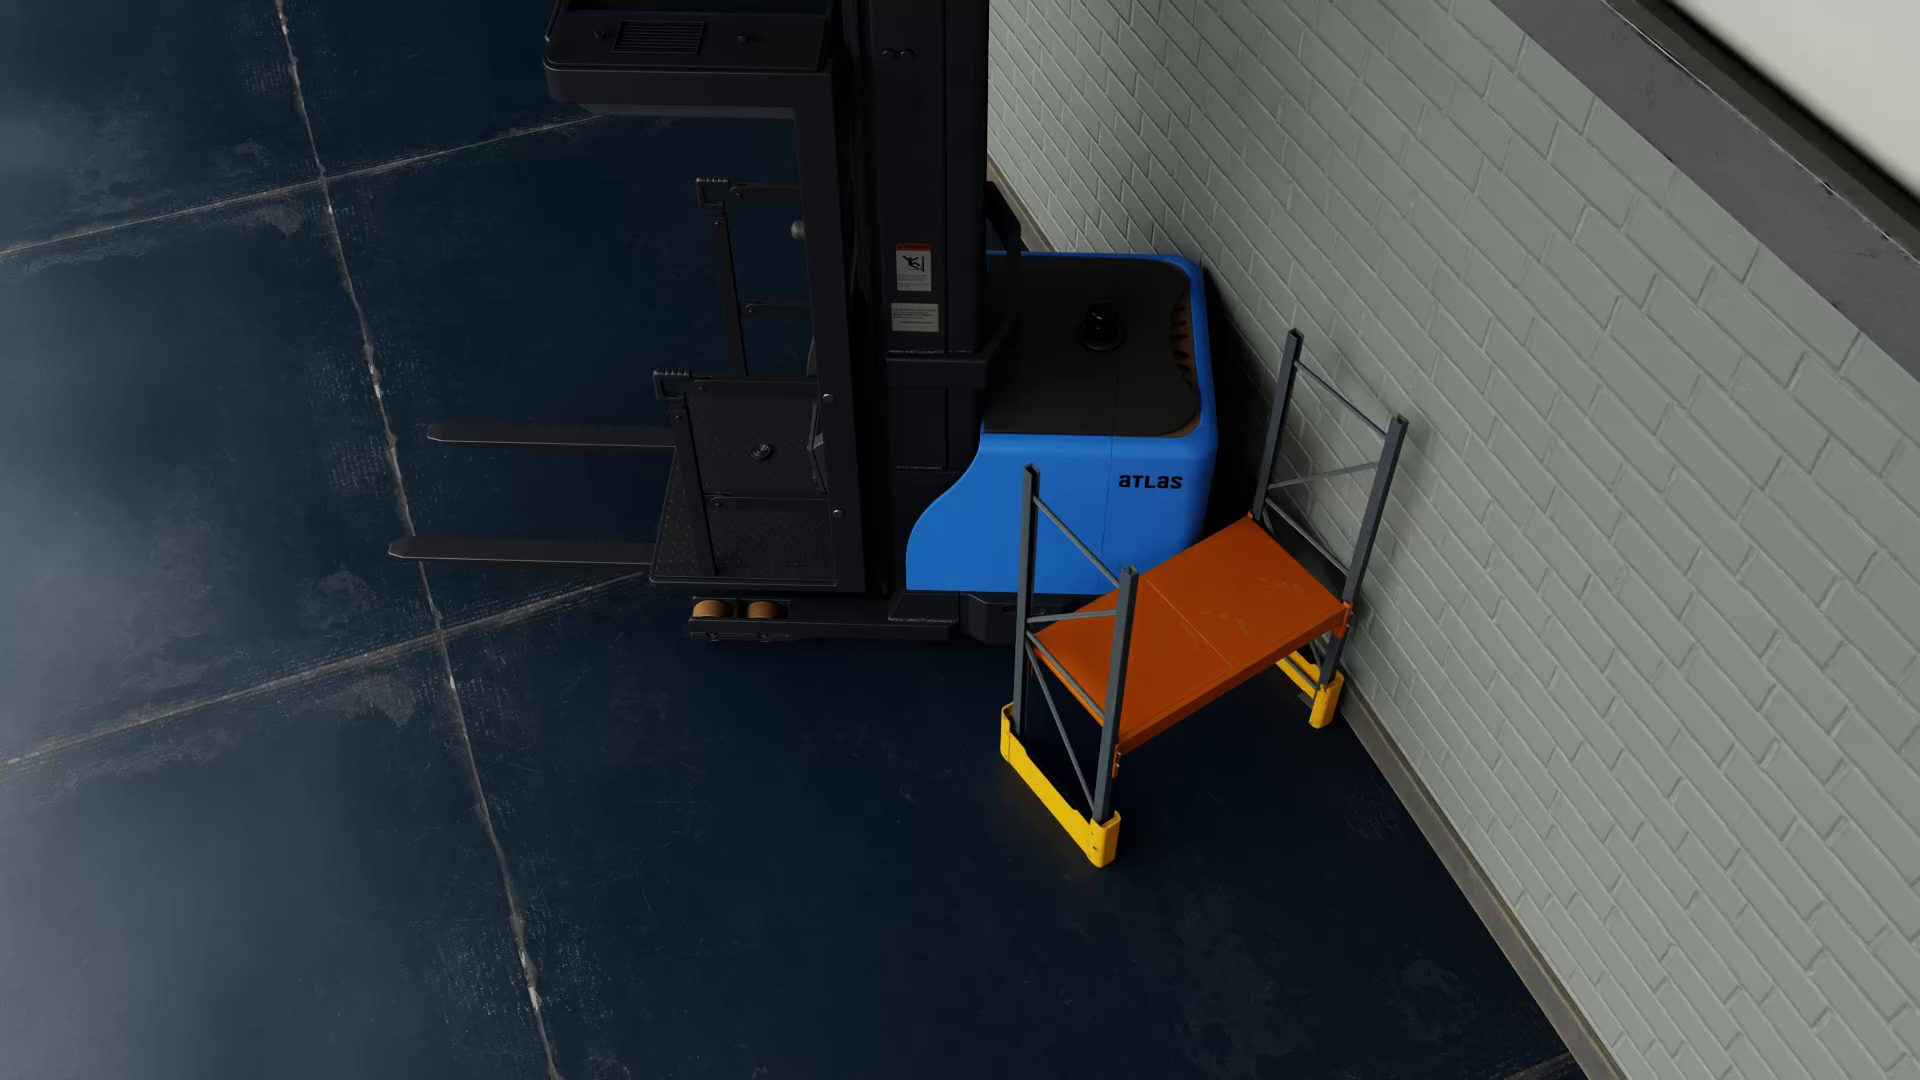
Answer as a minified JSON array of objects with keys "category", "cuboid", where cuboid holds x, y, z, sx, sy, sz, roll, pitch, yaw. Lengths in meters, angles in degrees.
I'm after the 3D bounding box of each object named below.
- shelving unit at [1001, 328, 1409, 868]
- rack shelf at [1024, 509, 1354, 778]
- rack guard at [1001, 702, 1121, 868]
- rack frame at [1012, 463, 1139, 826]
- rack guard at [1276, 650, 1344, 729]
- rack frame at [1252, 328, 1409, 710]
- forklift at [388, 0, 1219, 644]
[{"category":"shelving unit","cuboid":[0.747,0.212,5.420,1.083,1.500,0.587,-28,55,-22]},{"category":"rack shelf","cuboid":[0.755,0.326,5.560,1.000,0.185,0.538,-28,55,-22]},{"category":"rack guard","cuboid":[0.337,0.834,5.710,0.087,0.250,0.587,-28,55,-22]},{"category":"rack frame","cuboid":[0.336,0.427,5.235,0.032,1.500,0.500,-28,55,-22]},{"category":"rack guard","cuboid":[1.157,0.405,6.078,0.087,0.250,0.587,-28,55,-22]},{"category":"rack frame","cuboid":[1.173,-0.010,5.611,0.032,1.500,0.500,-28,55,-22]},{"category":"forklift","cuboid":[-0.629,-0.971,5.493,3.031,2.935,1.130,1,49,1]}]
